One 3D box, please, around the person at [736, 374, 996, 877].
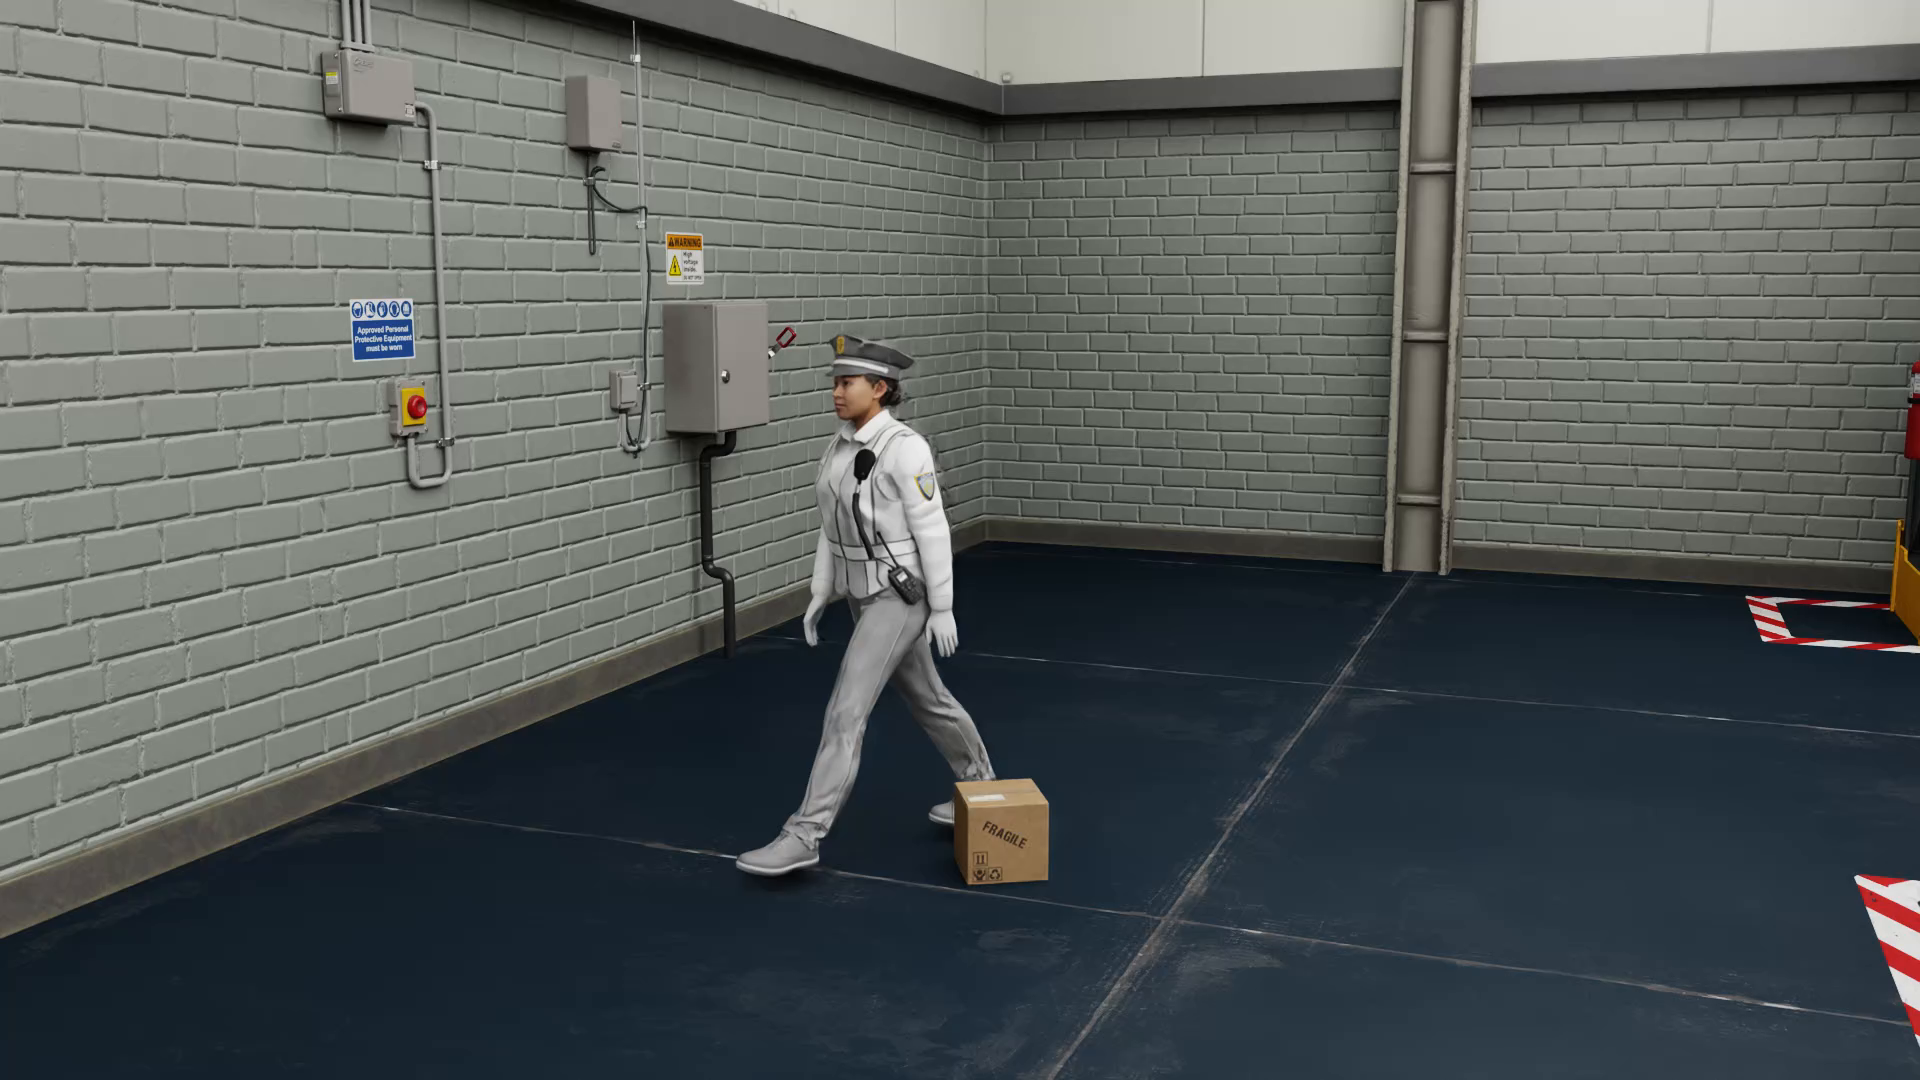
[{"bbox_3d":[-0.284,0.179,5.188,1.022,1.579,0.483,-5,10,-30],"label":"person"}]
